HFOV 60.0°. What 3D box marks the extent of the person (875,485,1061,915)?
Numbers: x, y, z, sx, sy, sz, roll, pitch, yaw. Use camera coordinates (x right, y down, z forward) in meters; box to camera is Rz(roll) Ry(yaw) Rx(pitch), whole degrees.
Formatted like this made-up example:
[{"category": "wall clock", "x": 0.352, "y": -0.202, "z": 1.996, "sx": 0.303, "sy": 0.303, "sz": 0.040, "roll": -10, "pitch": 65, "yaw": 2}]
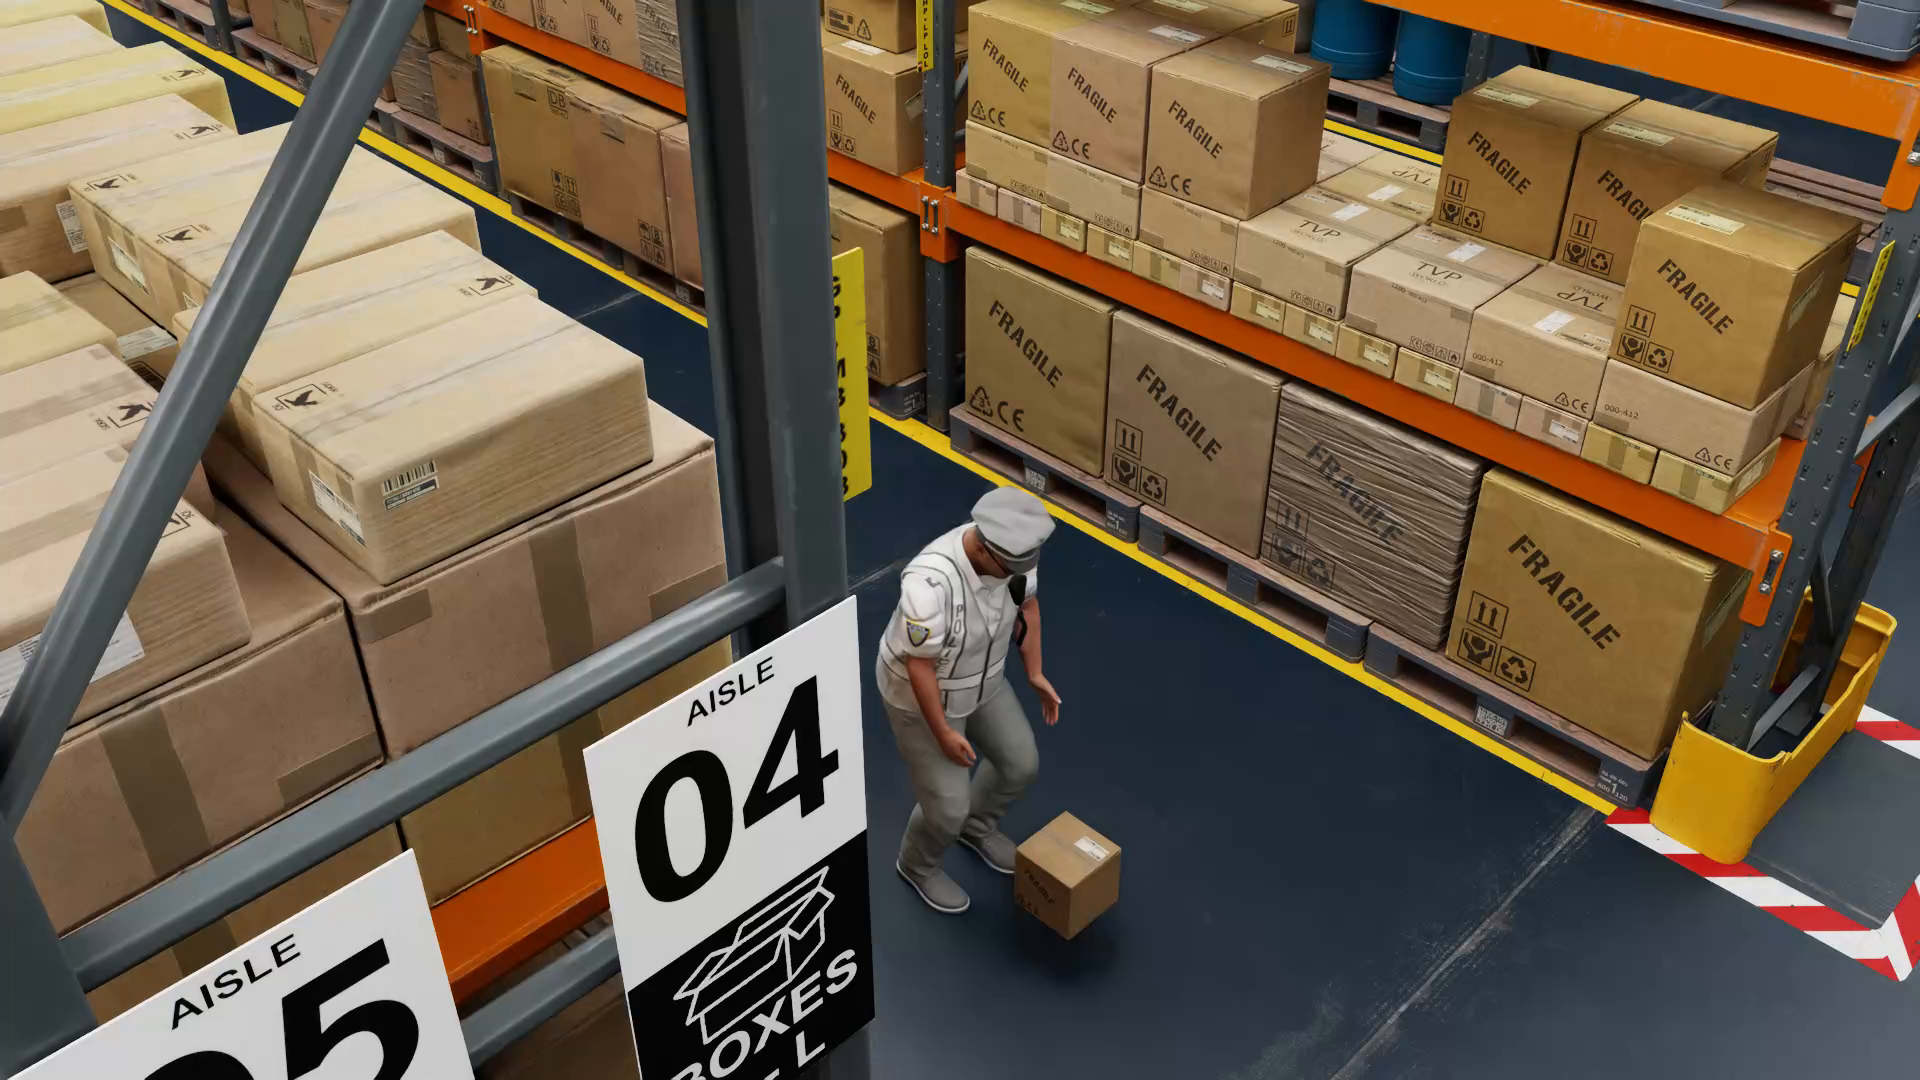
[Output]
[{"category": "person", "x": 0.034, "y": 0.503, "z": 5.528, "sx": 0.571, "sy": 1.650, "sz": 0.585, "roll": -29, "pitch": 44, "yaw": -34}]
